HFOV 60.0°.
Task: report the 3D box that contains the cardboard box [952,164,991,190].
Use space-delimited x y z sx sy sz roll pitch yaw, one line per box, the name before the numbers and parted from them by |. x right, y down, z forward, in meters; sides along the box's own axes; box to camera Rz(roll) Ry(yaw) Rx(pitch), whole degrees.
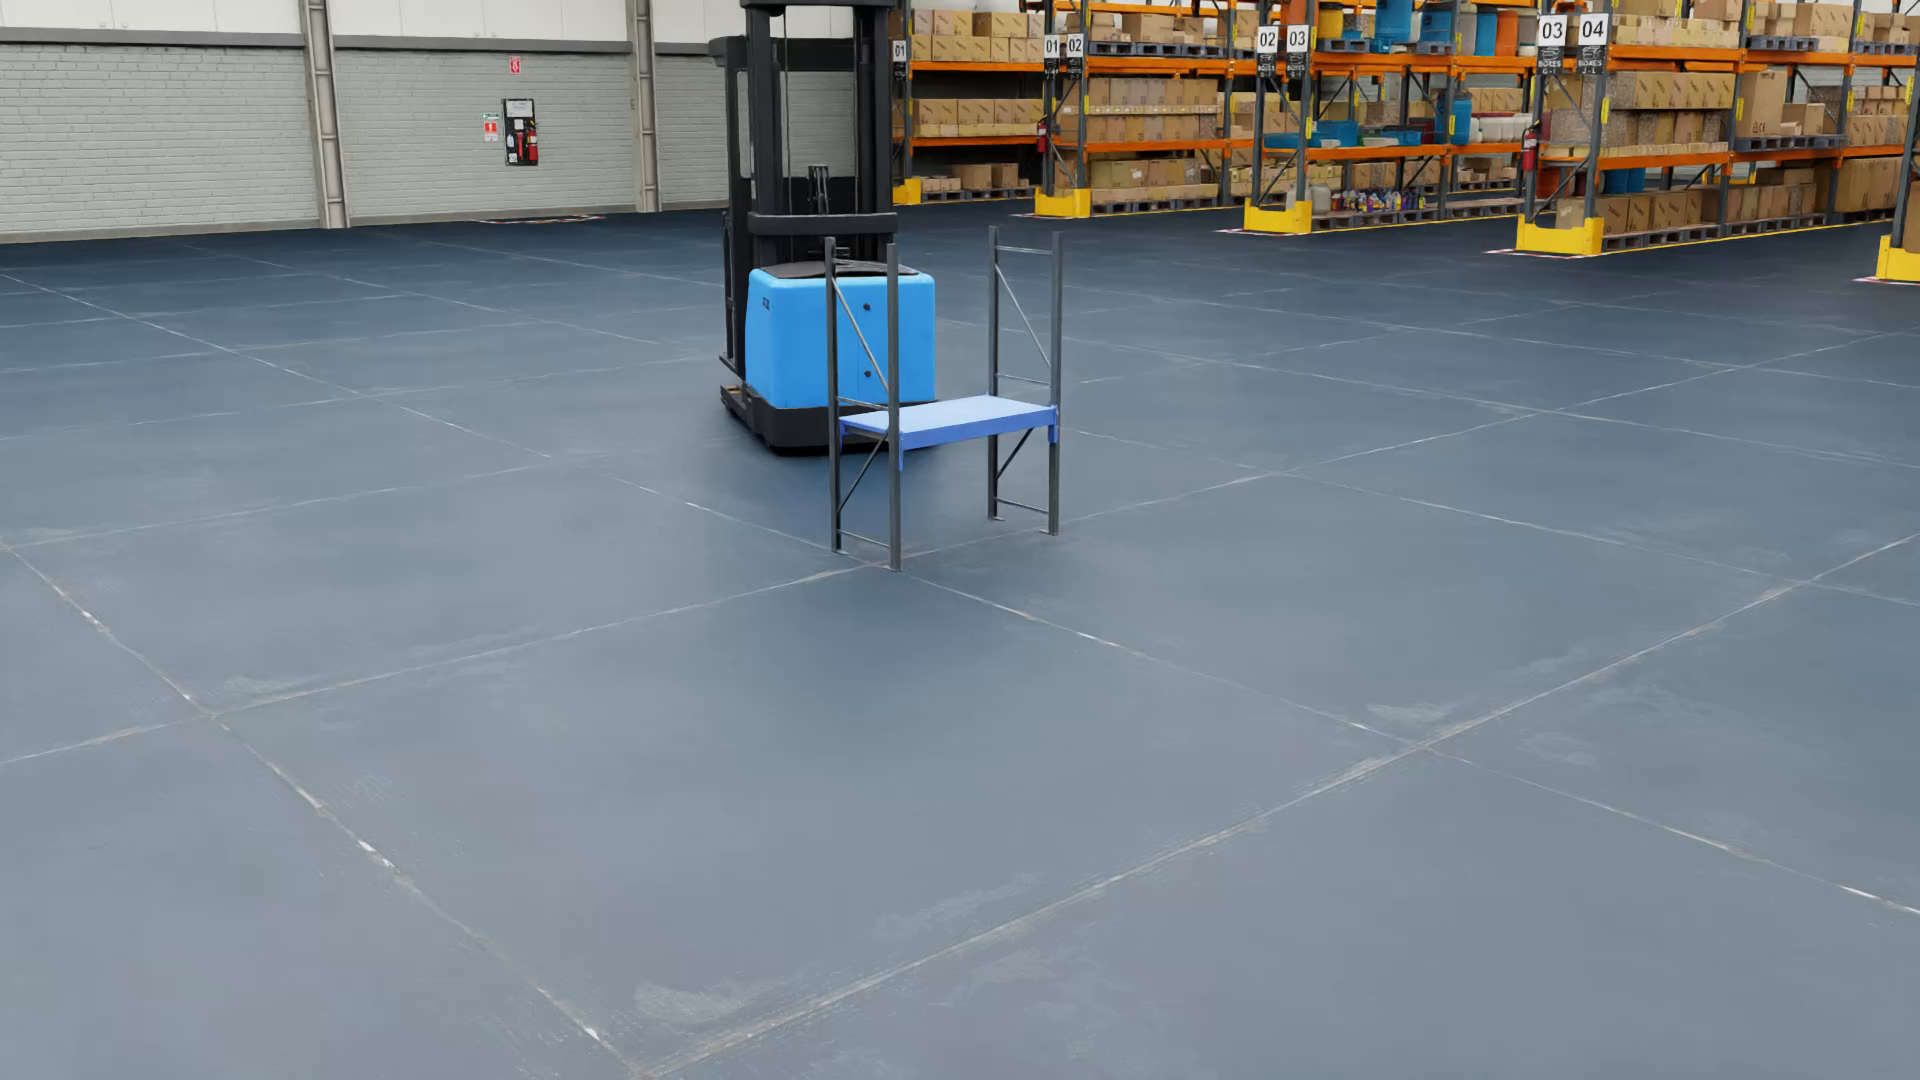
cardboard box | 0.248 -7.730 35.368 0.500 0.500 0.700 -14 21 -43

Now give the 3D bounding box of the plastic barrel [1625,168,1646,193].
plastic barrel | 13.785 -7.619 34.213 0.708 0.901 0.600 -13 19 -39

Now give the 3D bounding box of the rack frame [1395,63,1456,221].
rack frame | 8.171 -7.163 29.255 0.127 3.000 1.000 -13 19 -39

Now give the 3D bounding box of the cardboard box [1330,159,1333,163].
cardboard box | 9.502 -9.812 43.201 0.500 0.500 0.700 -13 20 -41

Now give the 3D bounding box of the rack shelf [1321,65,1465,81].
rack shelf | 9.449 -10.246 36.379 4.000 0.370 1.077 -13 19 -39

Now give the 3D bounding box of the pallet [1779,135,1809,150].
pallet | 12.974 -6.441 26.922 1.213 0.211 1.003 -13 19 -39

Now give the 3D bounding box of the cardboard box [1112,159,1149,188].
cardboard box | 3.200 -6.907 31.358 0.500 0.500 0.500 -13 19 -39

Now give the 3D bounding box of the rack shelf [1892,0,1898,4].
rack shelf | 15.949 -9.573 28.821 4.000 0.370 1.077 -13 19 -39

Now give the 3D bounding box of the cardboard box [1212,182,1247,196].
cardboard box | 5.390 -7.023 33.244 0.500 0.250 0.500 -13 20 -41

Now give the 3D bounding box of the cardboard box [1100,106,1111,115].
cardboard box | 2.540 -7.882 30.496 0.250 0.149 0.380 -13 20 -41

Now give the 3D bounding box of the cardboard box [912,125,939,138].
cardboard box | -0.773 -8.373 34.034 0.500 0.250 0.500 -13 20 -41

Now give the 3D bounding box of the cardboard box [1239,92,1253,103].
cardboard box | 6.742 -10.711 40.275 0.500 0.250 0.500 -12 19 -38

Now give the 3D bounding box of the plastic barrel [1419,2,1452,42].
plastic barrel | 8.413 -8.983 29.284 0.708 0.901 0.600 -13 19 -39

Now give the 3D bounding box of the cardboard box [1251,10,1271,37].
cardboard box | 5.828 -10.268 33.090 0.500 0.500 0.500 -10 18 -34

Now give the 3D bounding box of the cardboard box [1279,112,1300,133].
cardboard box | 6.685 -8.567 34.316 0.500 0.500 0.500 -14 20 -42

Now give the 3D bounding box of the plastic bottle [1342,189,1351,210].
plastic bottle | 6.687 -5.905 28.824 0.185 0.351 0.144 -12 19 -37

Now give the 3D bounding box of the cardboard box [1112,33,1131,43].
cardboard box | 2.908 -9.214 30.522 0.250 0.149 0.380 -13 19 -39

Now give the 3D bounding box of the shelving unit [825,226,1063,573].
shelving unit | -0.064 -0.710 8.002 1.048 1.500 0.538 -13 19 -39

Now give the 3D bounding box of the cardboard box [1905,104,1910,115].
cardboard box | 16.981 -7.978 30.166 0.637 0.503 0.797 -13 20 -41

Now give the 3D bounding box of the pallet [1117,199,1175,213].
pallet | 3.374 -6.447 31.976 1.213 0.211 1.003 -13 19 -39

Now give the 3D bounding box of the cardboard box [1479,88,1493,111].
cardboard box | 11.887 -10.127 38.221 0.500 0.500 0.500 -13 20 -41

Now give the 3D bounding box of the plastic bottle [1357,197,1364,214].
plastic bottle | 6.726 -5.627 27.937 0.097 0.271 0.097 0 15 0

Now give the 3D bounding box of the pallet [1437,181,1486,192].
pallet | 11.476 -8.252 38.736 1.213 0.211 1.003 -13 19 -39

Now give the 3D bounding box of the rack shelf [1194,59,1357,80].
rack shelf | 6.431 -9.569 33.842 4.000 0.370 1.077 -13 19 -39

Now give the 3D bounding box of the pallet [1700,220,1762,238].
pallet | 12.009 -4.984 26.500 1.213 0.211 1.003 -13 19 -39

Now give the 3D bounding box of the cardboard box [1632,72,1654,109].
cardboard box | 9.381 -6.320 23.390 0.500 0.500 0.500 -13 19 -39

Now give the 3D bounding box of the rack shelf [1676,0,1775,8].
rack shelf | 15.715 -11.215 34.968 4.000 0.370 1.077 -13 19 -39

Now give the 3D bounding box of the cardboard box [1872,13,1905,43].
cardboard box | 15.967 -8.929 29.039 0.637 0.503 0.797 -13 20 -40

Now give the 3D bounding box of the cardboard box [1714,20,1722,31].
cardboard box | 10.973 -7.570 24.485 0.250 0.149 0.380 -14 20 -42

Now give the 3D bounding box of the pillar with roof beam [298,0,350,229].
pillar with roof beam | -7.616 -8.729 23.491 0.400 9.000 9.100 -13 19 -39

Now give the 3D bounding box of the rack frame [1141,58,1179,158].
rack frame | 4.686 -9.770 39.013 0.127 3.000 1.000 -13 19 -39

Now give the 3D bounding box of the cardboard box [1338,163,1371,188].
cardboard box | 8.471 -7.832 35.751 0.500 0.500 0.500 -12 19 -37

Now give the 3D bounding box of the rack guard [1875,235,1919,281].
rack guard | 11.567 -3.327 19.737 0.348 0.500 1.175 -13 19 -39

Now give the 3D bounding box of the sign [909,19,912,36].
sign | -0.993 -10.180 33.044 0.005 0.325 0.100 -13 19 -39

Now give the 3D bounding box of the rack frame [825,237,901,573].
rack frame | -0.448 -0.624 7.680 0.032 1.500 0.500 -13 19 -39

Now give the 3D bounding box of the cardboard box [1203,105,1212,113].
cardboard box | 4.670 -8.361 32.287 0.250 0.149 0.380 -13 20 -41

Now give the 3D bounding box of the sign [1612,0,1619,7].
sign | 8.761 -7.287 22.213 0.005 0.325 0.100 -13 19 -39

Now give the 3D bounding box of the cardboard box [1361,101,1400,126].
cardboard box | 9.157 -9.304 36.260 0.500 0.500 0.700 -9 17 -29

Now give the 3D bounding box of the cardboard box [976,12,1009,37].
cardboard box | 0.674 -10.759 34.735 0.500 0.500 0.500 -14 20 -41

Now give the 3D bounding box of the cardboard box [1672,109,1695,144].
cardboard box | 10.331 -6.145 24.672 0.500 0.500 0.875 -13 19 -39

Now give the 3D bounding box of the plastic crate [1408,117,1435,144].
plastic crate | 8.336 -7.336 29.777 0.583 0.464 0.402 -13 19 -39

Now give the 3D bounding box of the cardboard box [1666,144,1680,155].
cardboard box | 10.312 -5.733 24.387 0.250 0.149 0.380 -13 19 -39

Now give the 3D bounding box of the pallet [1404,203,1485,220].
pallet | 8.738 -5.957 30.142 1.213 0.211 1.003 -13 19 -39

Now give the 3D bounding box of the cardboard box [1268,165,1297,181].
cardboard box | 6.557 -7.556 34.153 0.500 0.311 0.500 -12 19 -38

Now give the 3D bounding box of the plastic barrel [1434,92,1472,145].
plastic barrel | 8.662 -7.412 29.215 0.708 0.901 0.600 -13 19 -39

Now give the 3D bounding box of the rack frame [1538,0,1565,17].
rack frame | 13.975 -13.060 39.704 0.127 3.000 1.000 -13 19 -39

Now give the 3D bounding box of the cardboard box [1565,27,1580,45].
cardboard box | 8.602 -7.029 23.232 0.500 0.250 0.500 -12 19 -38

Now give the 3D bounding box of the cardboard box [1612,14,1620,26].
cardboard box | 8.765 -7.093 22.696 0.250 0.149 0.380 -13 20 -40

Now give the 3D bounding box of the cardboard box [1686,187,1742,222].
cardboard box | 11.900 -5.304 26.285 0.700 0.500 0.500 14 21 43

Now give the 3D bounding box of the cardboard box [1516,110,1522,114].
cardboard box | 13.047 -9.909 39.339 0.500 0.500 0.500 -12 19 -39

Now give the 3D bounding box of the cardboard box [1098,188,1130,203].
cardboard box | 2.830 -6.458 31.129 0.500 0.250 0.500 -13 19 -39

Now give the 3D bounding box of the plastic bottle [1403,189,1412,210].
plastic bottle | 7.730 -5.898 28.800 0.185 0.351 0.144 -14 20 -42

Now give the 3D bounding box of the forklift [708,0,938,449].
forklift | -1.053 -2.313 11.228 1.130 2.935 3.031 -4 16 -16

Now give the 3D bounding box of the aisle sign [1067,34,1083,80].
aisle sign | 2.057 -8.636 29.731 0.004 0.787 0.394 -13 19 -39

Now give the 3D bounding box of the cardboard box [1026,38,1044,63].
cardboard box | 1.447 -10.465 35.571 0.500 0.500 0.500 -12 19 -38
